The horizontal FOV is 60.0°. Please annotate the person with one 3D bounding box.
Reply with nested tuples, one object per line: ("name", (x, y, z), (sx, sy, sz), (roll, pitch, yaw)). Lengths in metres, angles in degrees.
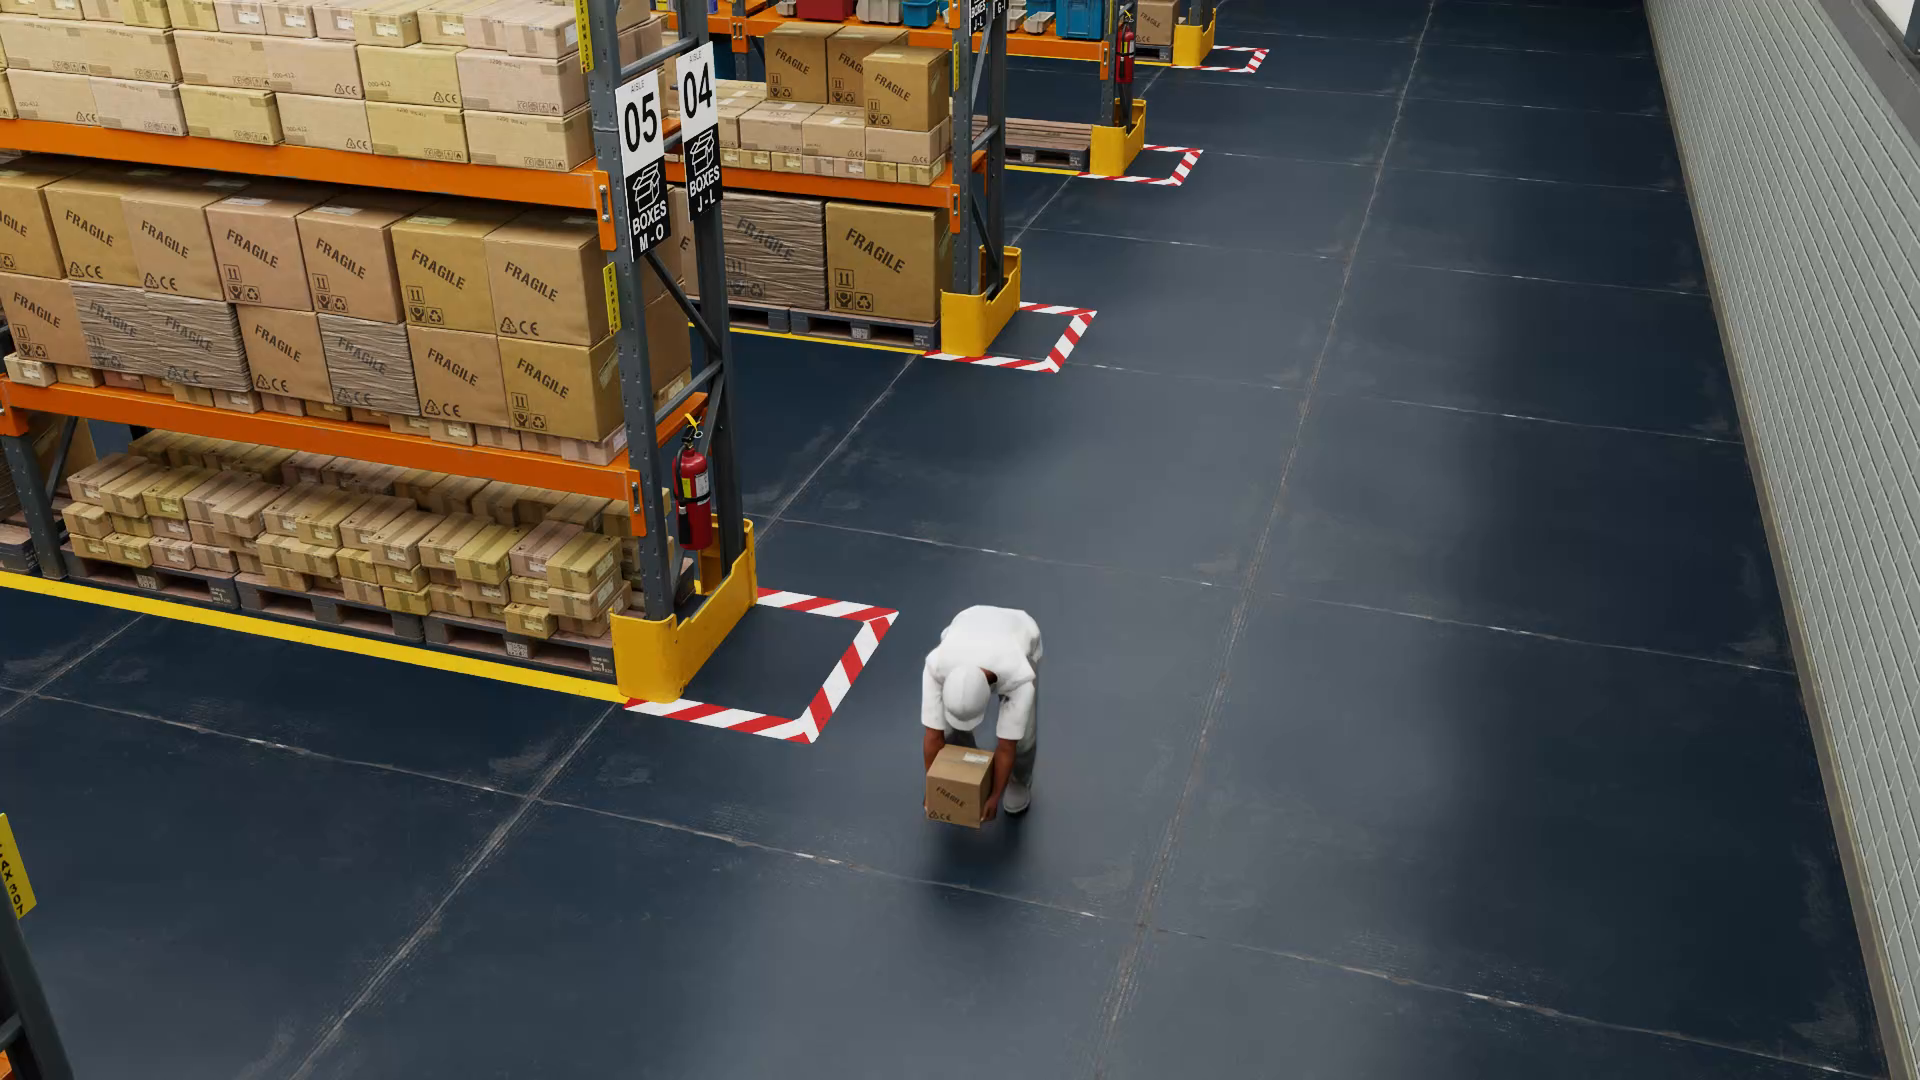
("person", (0.111, 0.843, 7.684), (0.511, 1.068, 0.966), (7, 30, 13))
